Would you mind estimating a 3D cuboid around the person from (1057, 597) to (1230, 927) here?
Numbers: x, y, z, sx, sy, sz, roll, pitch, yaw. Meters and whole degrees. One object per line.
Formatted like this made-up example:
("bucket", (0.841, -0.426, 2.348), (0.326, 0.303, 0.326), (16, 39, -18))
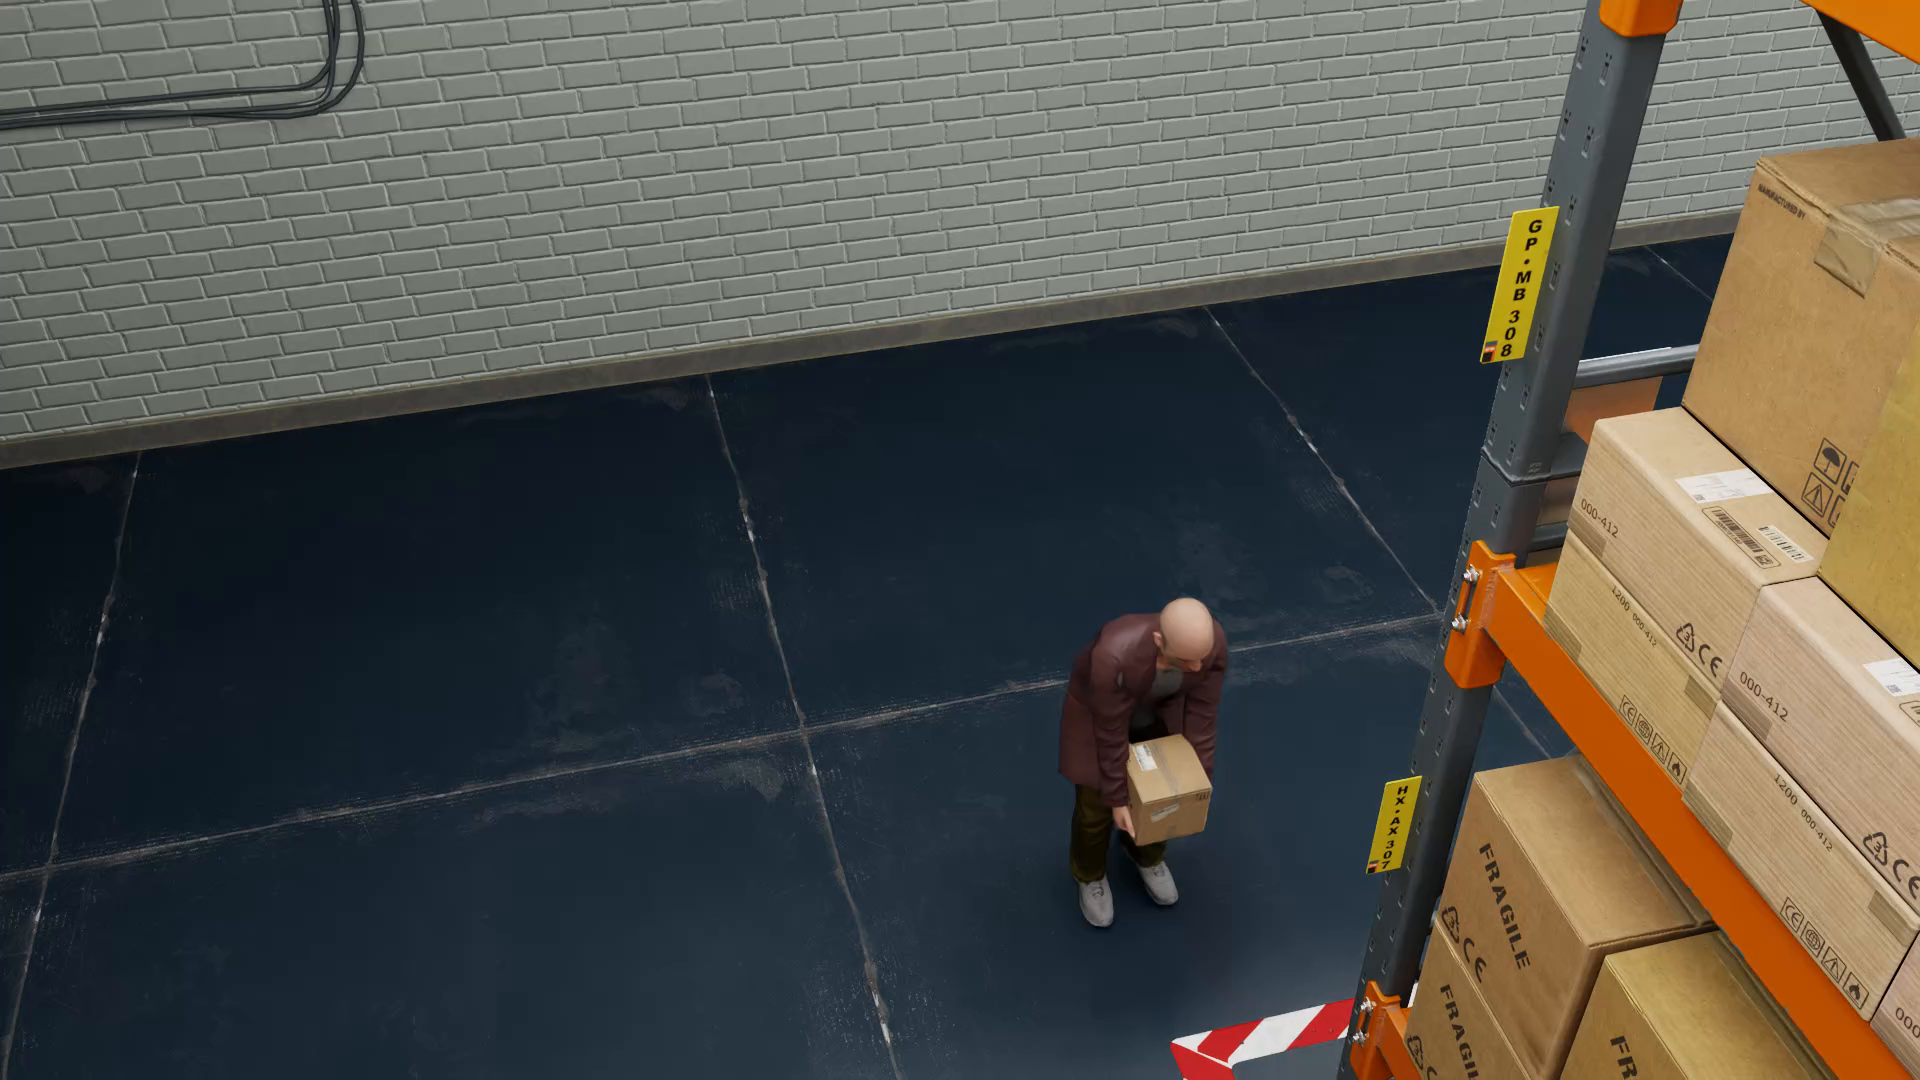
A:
("person", (0.636, 0.727, 5.894), (0.543, 1.653, 0.662), (-10, 39, -13))
